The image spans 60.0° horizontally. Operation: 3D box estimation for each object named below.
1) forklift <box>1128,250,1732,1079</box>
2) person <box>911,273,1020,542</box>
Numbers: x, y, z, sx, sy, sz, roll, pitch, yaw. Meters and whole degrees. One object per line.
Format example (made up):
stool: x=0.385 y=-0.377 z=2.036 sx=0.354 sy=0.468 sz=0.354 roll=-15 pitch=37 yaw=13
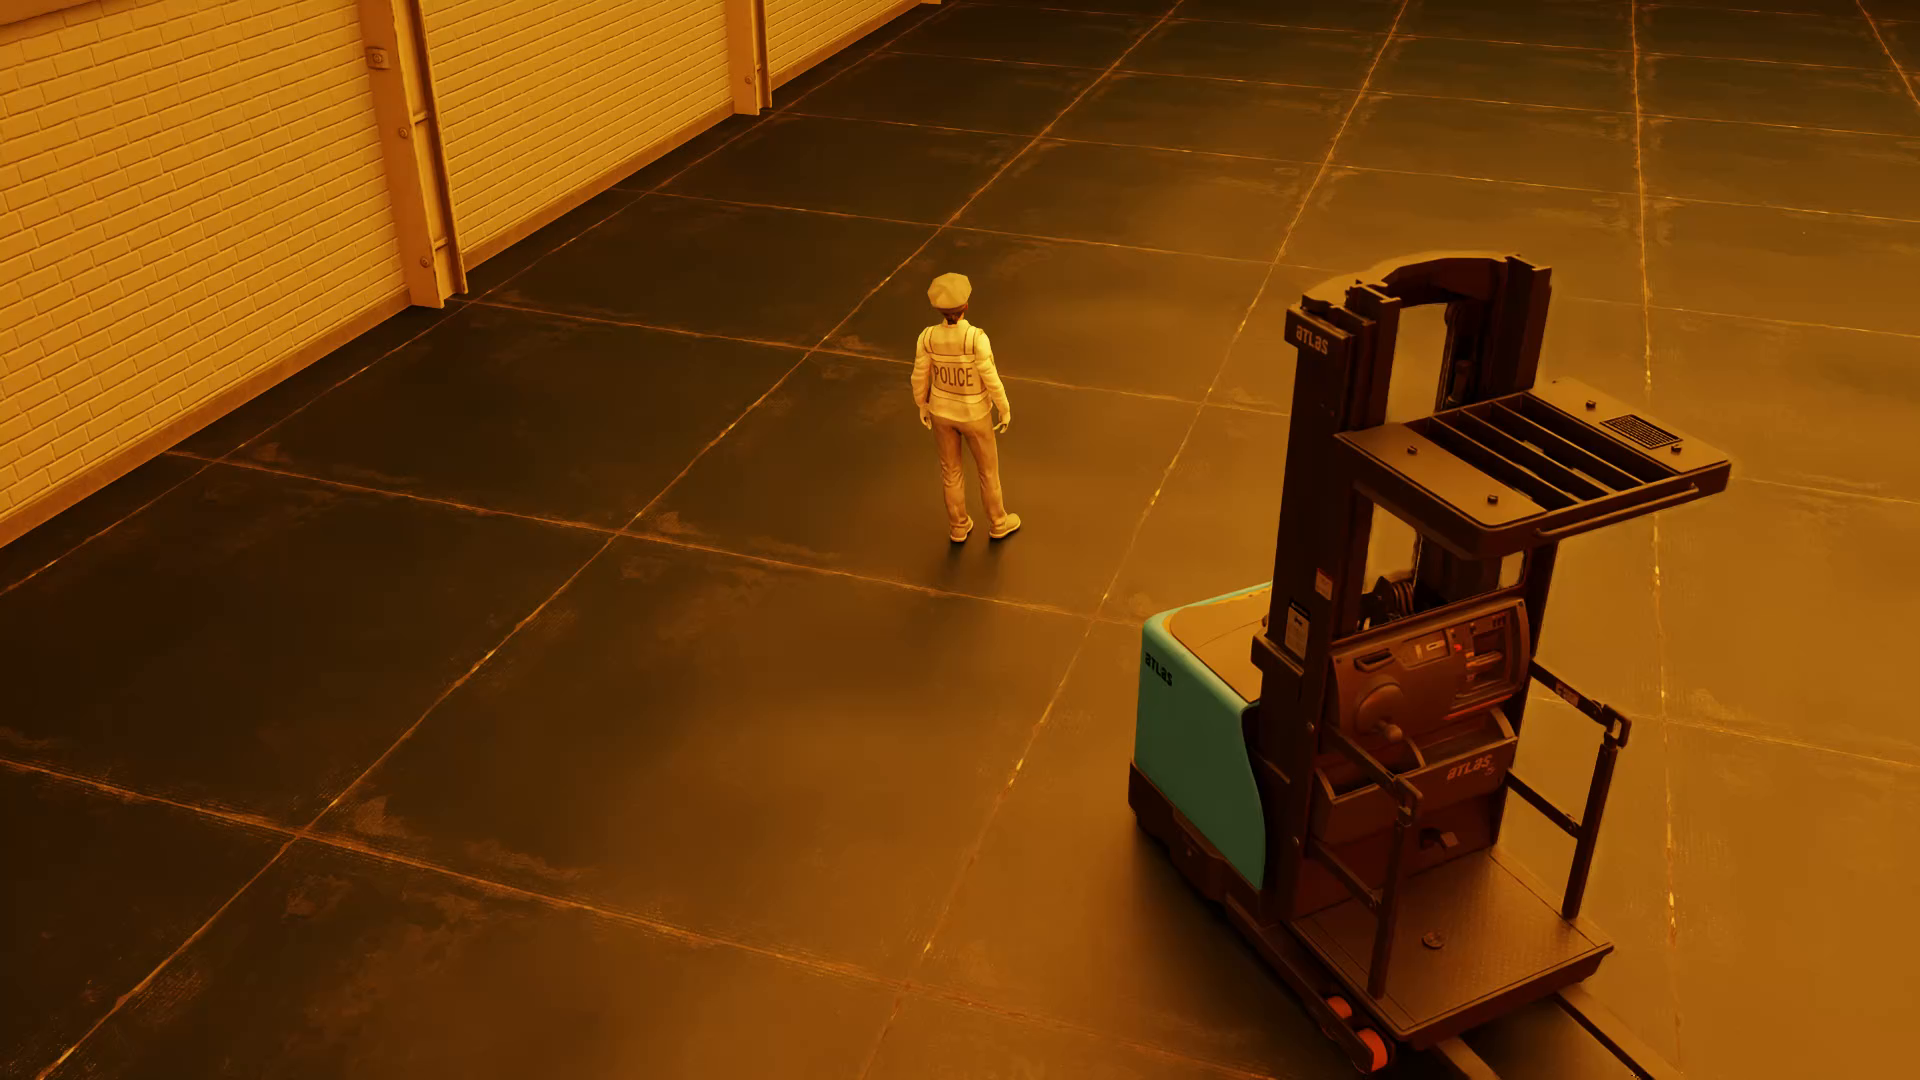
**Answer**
forklift: x=1.901 y=0.543 z=6.183 sx=1.130 sy=2.935 sz=3.031 roll=-14 pitch=33 yaw=-23
person: x=0.029 y=-0.773 z=9.727 sx=0.586 sy=1.694 sz=0.531 roll=10 pitch=31 yaw=16
